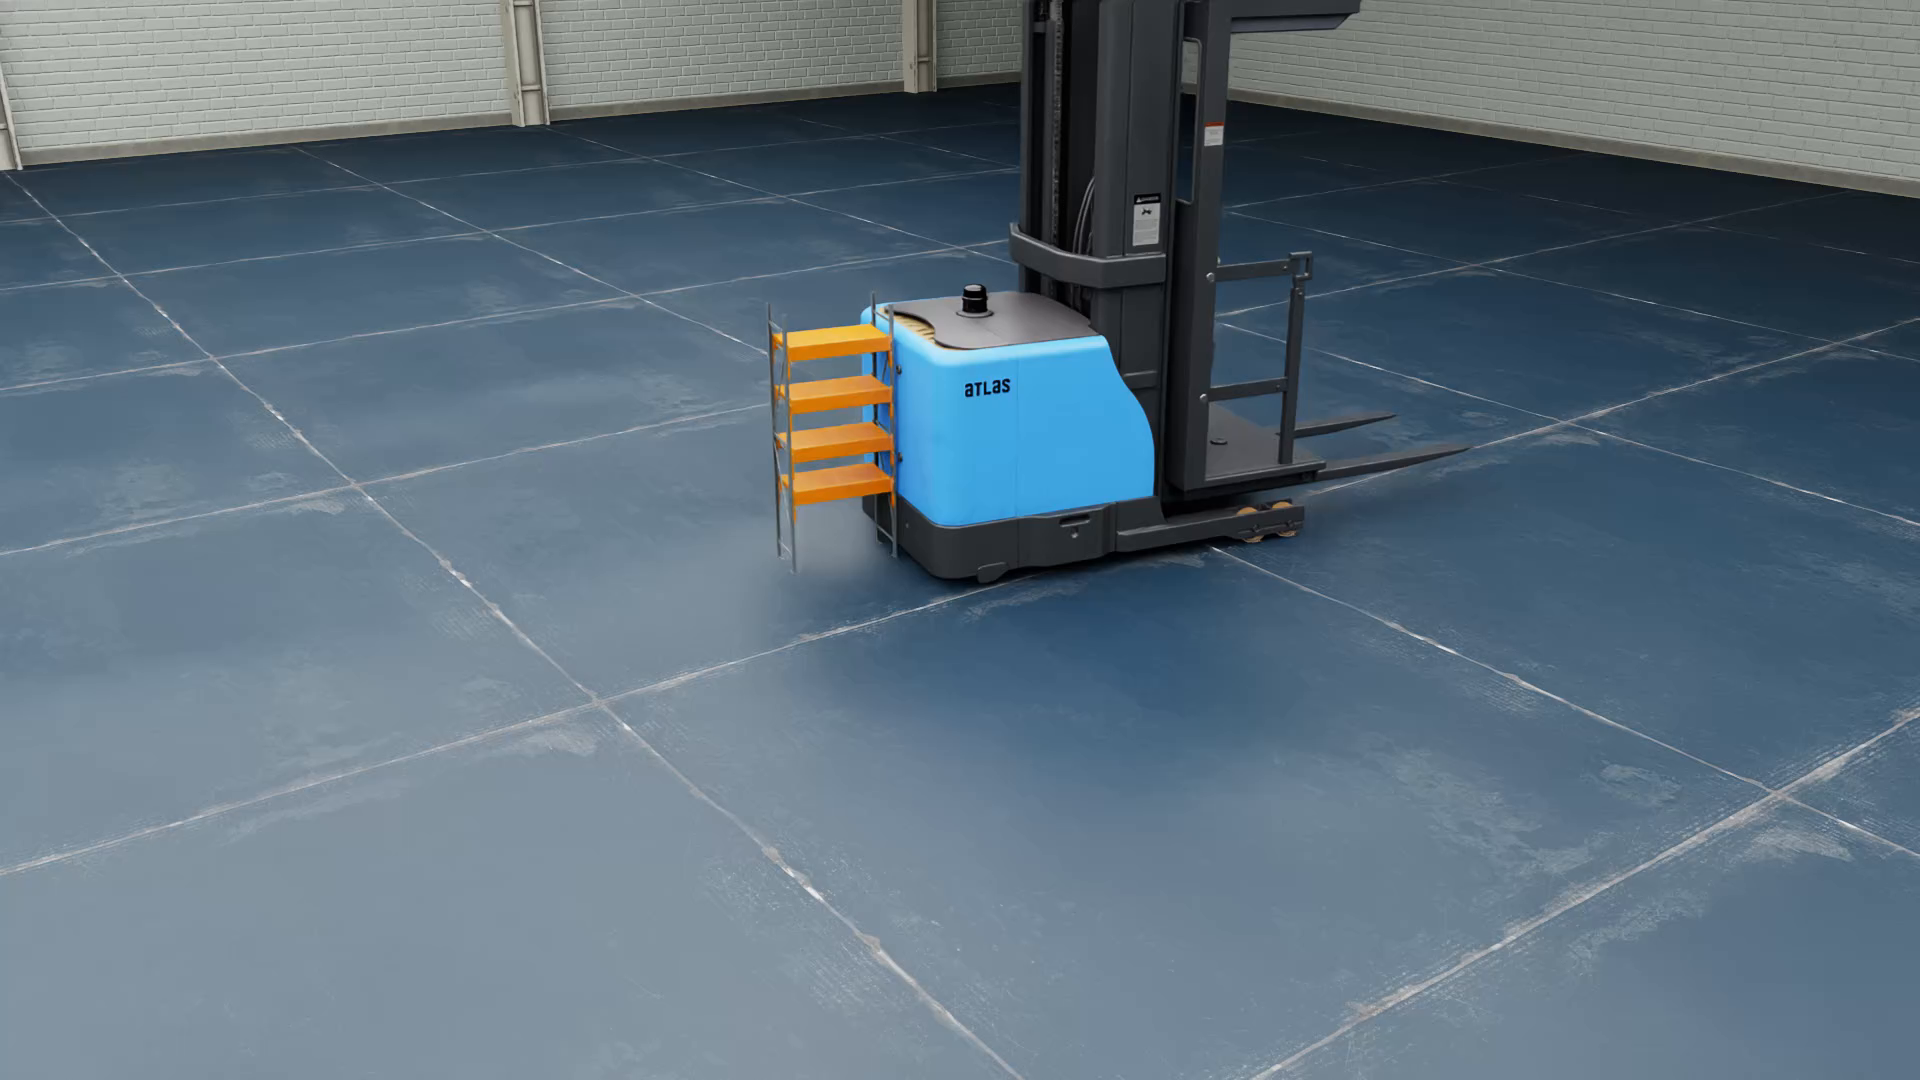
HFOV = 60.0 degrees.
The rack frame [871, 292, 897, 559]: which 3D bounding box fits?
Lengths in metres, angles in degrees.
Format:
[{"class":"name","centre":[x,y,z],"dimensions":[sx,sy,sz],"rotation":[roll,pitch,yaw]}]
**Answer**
[{"class":"rack frame","centre":[-0.344,-0.510,7.555],"dimensions":[0.015,1.200,0.240],"rotation":[-9,24,-22]}]

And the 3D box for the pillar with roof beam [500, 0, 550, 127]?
[{"class":"pillar with roof beam","centre":[-2.942,-8.173,16.237],"dimensions":[0.400,9.000,9.100],"rotation":[-15,26,-33]}]

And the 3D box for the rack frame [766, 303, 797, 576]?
[{"class":"rack frame","centre":[-0.791,-0.437,7.372],"dimensions":[0.015,1.200,0.240],"rotation":[-9,24,-22]}]

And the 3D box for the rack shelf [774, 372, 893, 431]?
[{"class":"rack shelf","centre":[-0.567,-0.619,7.406],"dimensions":[0.480,0.148,0.258],"rotation":[-9,24,-22]}]

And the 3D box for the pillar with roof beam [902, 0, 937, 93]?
[{"class":"pillar with roof beam","centre":[1.929,-9.472,19.492],"dimensions":[0.400,9.000,9.100],"rotation":[-15,26,-33]}]

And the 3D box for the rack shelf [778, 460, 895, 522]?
[{"class":"rack shelf","centre":[-0.567,-0.226,7.562],"dimensions":[0.480,0.148,0.258],"rotation":[-9,24,-22]}]

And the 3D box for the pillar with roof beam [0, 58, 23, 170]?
[{"class":"pillar with roof beam","centre":[-7.812,-6.875,12.983],"dimensions":[0.400,9.000,9.100],"rotation":[-15,26,-33]}]

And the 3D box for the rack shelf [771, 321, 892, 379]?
[{"class":"rack shelf","centre":[-0.567,-0.838,7.318],"dimensions":[0.480,0.148,0.258],"rotation":[-9,24,-22]}]

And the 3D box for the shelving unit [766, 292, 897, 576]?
[{"class":"shelving unit","centre":[-0.567,-0.473,7.463],"dimensions":[0.503,1.200,0.258],"rotation":[-9,24,-22]}]

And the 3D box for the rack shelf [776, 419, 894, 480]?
[{"class":"rack shelf","centre":[-0.567,-0.411,7.488],"dimensions":[0.480,0.148,0.258],"rotation":[-9,24,-22]}]

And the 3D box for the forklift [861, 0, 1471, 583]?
[{"class":"forklift","centre":[1.089,-1.515,7.737],"dimensions":[3.031,2.935,1.130],"rotation":[-9,24,-22]}]
